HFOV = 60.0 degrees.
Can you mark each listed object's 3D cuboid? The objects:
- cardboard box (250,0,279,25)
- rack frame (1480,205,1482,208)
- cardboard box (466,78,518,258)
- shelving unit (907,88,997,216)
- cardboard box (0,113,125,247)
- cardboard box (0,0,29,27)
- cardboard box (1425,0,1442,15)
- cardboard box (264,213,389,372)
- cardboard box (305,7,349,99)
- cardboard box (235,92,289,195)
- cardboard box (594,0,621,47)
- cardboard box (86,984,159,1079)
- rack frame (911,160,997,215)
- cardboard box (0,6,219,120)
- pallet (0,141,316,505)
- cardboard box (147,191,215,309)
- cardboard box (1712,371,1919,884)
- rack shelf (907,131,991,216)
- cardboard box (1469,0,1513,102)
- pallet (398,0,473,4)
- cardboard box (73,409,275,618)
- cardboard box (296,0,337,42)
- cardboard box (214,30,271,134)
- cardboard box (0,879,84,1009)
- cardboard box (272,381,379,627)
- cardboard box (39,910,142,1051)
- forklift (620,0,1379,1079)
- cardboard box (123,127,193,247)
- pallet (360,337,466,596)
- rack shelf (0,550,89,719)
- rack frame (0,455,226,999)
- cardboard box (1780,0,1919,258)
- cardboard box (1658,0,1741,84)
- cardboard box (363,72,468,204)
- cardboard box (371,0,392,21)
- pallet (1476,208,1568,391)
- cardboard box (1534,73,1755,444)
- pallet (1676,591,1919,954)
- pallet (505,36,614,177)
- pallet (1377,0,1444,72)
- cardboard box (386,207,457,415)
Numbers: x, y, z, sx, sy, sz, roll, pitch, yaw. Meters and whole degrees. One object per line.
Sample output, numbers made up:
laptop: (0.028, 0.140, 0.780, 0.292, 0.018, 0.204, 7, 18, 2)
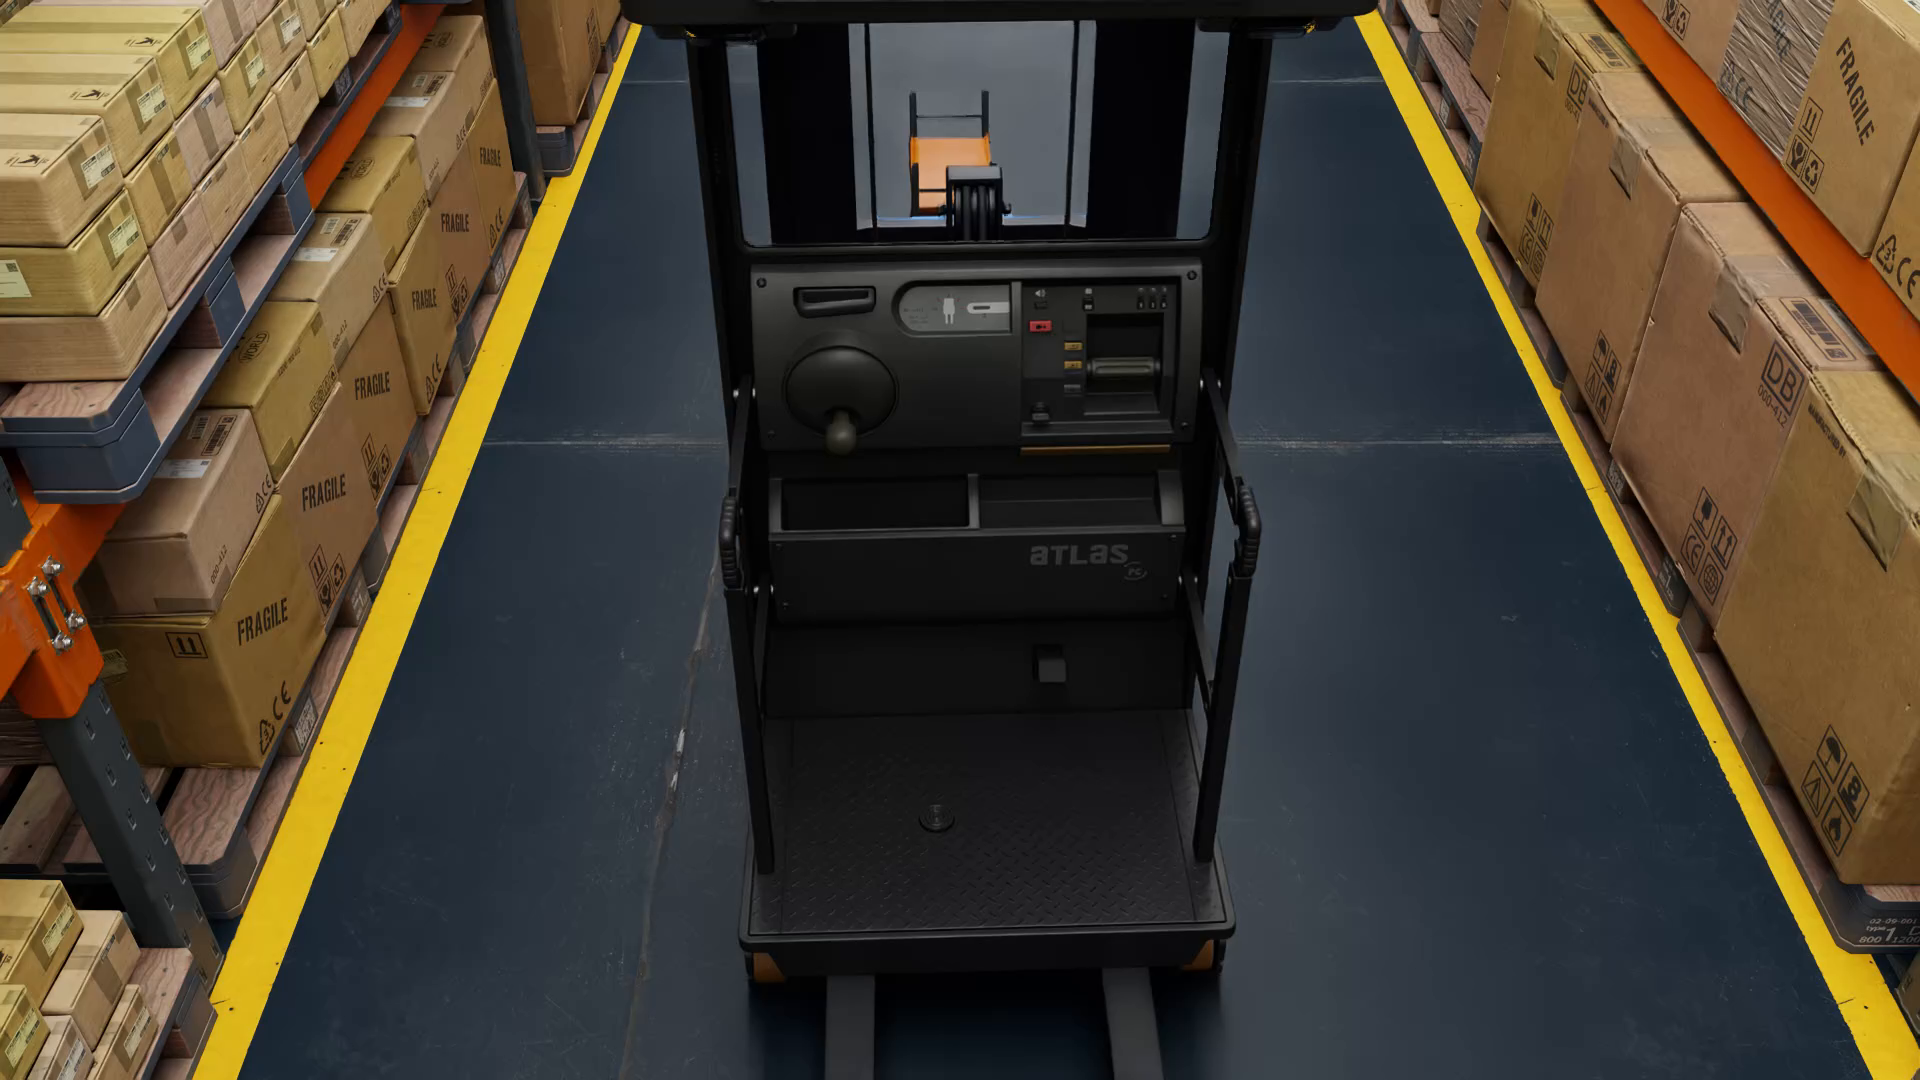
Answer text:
cardboard box: (-1.806, -1.320, 3.888, 0.380, 0.149, 0.250, 0, 39, 0)
rack frame: (2.693, -2.566, 6.054, 1.000, 3.000, 0.127, 0, 39, 0)
cardboard box: (-2.005, -1.403, 6.265, 0.500, 0.500, 0.500, 0, 39, 0)
shelving unit: (-0.025, -0.741, 5.215, 0.258, 1.200, 0.503, -1, 39, -2)
cardboard box: (-1.803, -0.669, 3.076, 0.380, 0.149, 0.250, 2, 39, 2)
cardboard box: (-2.463, -1.209, 3.987, 0.380, 0.149, 0.250, -2, 39, -2)
cardboard box: (2.651, -2.883, 8.096, 0.700, 0.500, 0.500, 3, 39, 4)
cardboard box: (-1.999, -0.720, 4.813, 0.500, 0.250, 0.500, 1, 39, 2)
cardboard box: (-1.810, -1.254, 4.281, 0.380, 0.149, 0.250, -1, 39, -1)
cardboard box: (-1.805, -0.924, 3.869, 0.380, 0.149, 0.250, 0, 39, 0)
cardboard box: (-2.182, -2.840, 7.858, 1.050, 0.750, 0.750, 1, 39, 1)
cardboard box: (-1.922, 1.069, 3.461, 0.380, 0.149, 0.250, 0, 39, 1)
rack frame: (-0.017, -0.588, 5.025, 0.240, 1.200, 0.015, -1, 39, -2)
cardboard box: (-1.807, -1.004, 3.494, 0.380, 0.149, 0.250, 0, 39, 0)
pallet: (-2.118, -0.528, 3.663, 1.003, 0.211, 1.213, 0, 39, 0)
cardboard box: (-1.809, -0.611, 3.478, 0.380, 0.149, 0.250, 1, 39, 1)
cardboard box: (2.677, 0.200, 3.965, 1.225, 0.875, 0.875, 0, 39, 0)
rack shelf: (-0.025, -1.048, 4.969, 0.258, 0.148, 0.480, -1, 39, -2)
cardboard box: (2.672, -2.182, 7.221, 0.700, 0.500, 0.500, -2, 39, -2)
pallet: (-2.160, -2.106, 5.632, 1.213, 0.211, 1.003, 0, 39, 0)
cardboard box: (-1.999, -0.068, 4.000, 0.500, 0.250, 0.500, -2, 39, -2)
cardboard box: (-1.810, -1.374, 4.193, 0.380, 0.149, 0.250, -1, 39, -1)
cardboard box: (-1.807, -1.039, 3.776, 0.380, 0.149, 0.250, -2, 39, -2)
cardboard box: (-2.002, 0.814, 3.304, 0.380, 0.149, 0.250, 1, 39, 1)
cardboard box: (-2.001, -0.106, 4.647, 0.500, 0.500, 0.500, 2, 39, 2)
cardboard box: (-1.944, 0.905, 3.429, 0.380, 0.149, 0.250, 1, 39, 1)
forklift: (0.046, -0.304, 3.286, 1.130, 2.935, 3.031, -1, 39, -2)
cardboard box: (-1.805, -0.715, 3.371, 0.380, 0.149, 0.250, -1, 39, -1)
pallet: (-2.269, -0.288, 5.441, 1.003, 0.211, 1.213, 0, 39, 0)
rack shelf: (-2.260, 1.407, 1.671, 1.077, 0.370, 4.000, 0, 39, 0)
rack frame: (-2.263, -0.125, 3.007, 1.000, 3.000, 0.127, 0, 39, 0)
cardboard box: (2.423, -1.033, 4.060, 0.500, 0.500, 0.500, 0, 39, -1)
cardboard box: (2.428, -1.658, 4.841, 0.500, 0.500, 0.500, -1, 39, -1)
cardboard box: (-1.993, -1.364, 5.617, 0.500, 0.250, 0.500, 0, 39, 1)
cardboard box: (-1.811, -1.582, 4.690, 0.380, 0.149, 0.250, 1, 39, 1)
pallet: (2.618, -0.985, 6.311, 1.003, 0.211, 1.213, 0, 39, 0)
cardboard box: (2.666, -0.912, 5.353, 1.225, 0.875, 0.875, 0, 39, 0)
pallet: (2.621, 0.541, 4.407, 1.003, 0.211, 1.213, 0, 39, 0)
pallet: (-2.193, -2.031, 7.616, 1.003, 0.211, 1.213, 0, 39, 0)
pallet: (2.695, -2.728, 8.485, 1.003, 0.211, 1.213, 0, 39, 0)
cardboard box: (-1.991, -0.748, 5.448, 0.500, 0.500, 0.500, -2, 39, -2)
